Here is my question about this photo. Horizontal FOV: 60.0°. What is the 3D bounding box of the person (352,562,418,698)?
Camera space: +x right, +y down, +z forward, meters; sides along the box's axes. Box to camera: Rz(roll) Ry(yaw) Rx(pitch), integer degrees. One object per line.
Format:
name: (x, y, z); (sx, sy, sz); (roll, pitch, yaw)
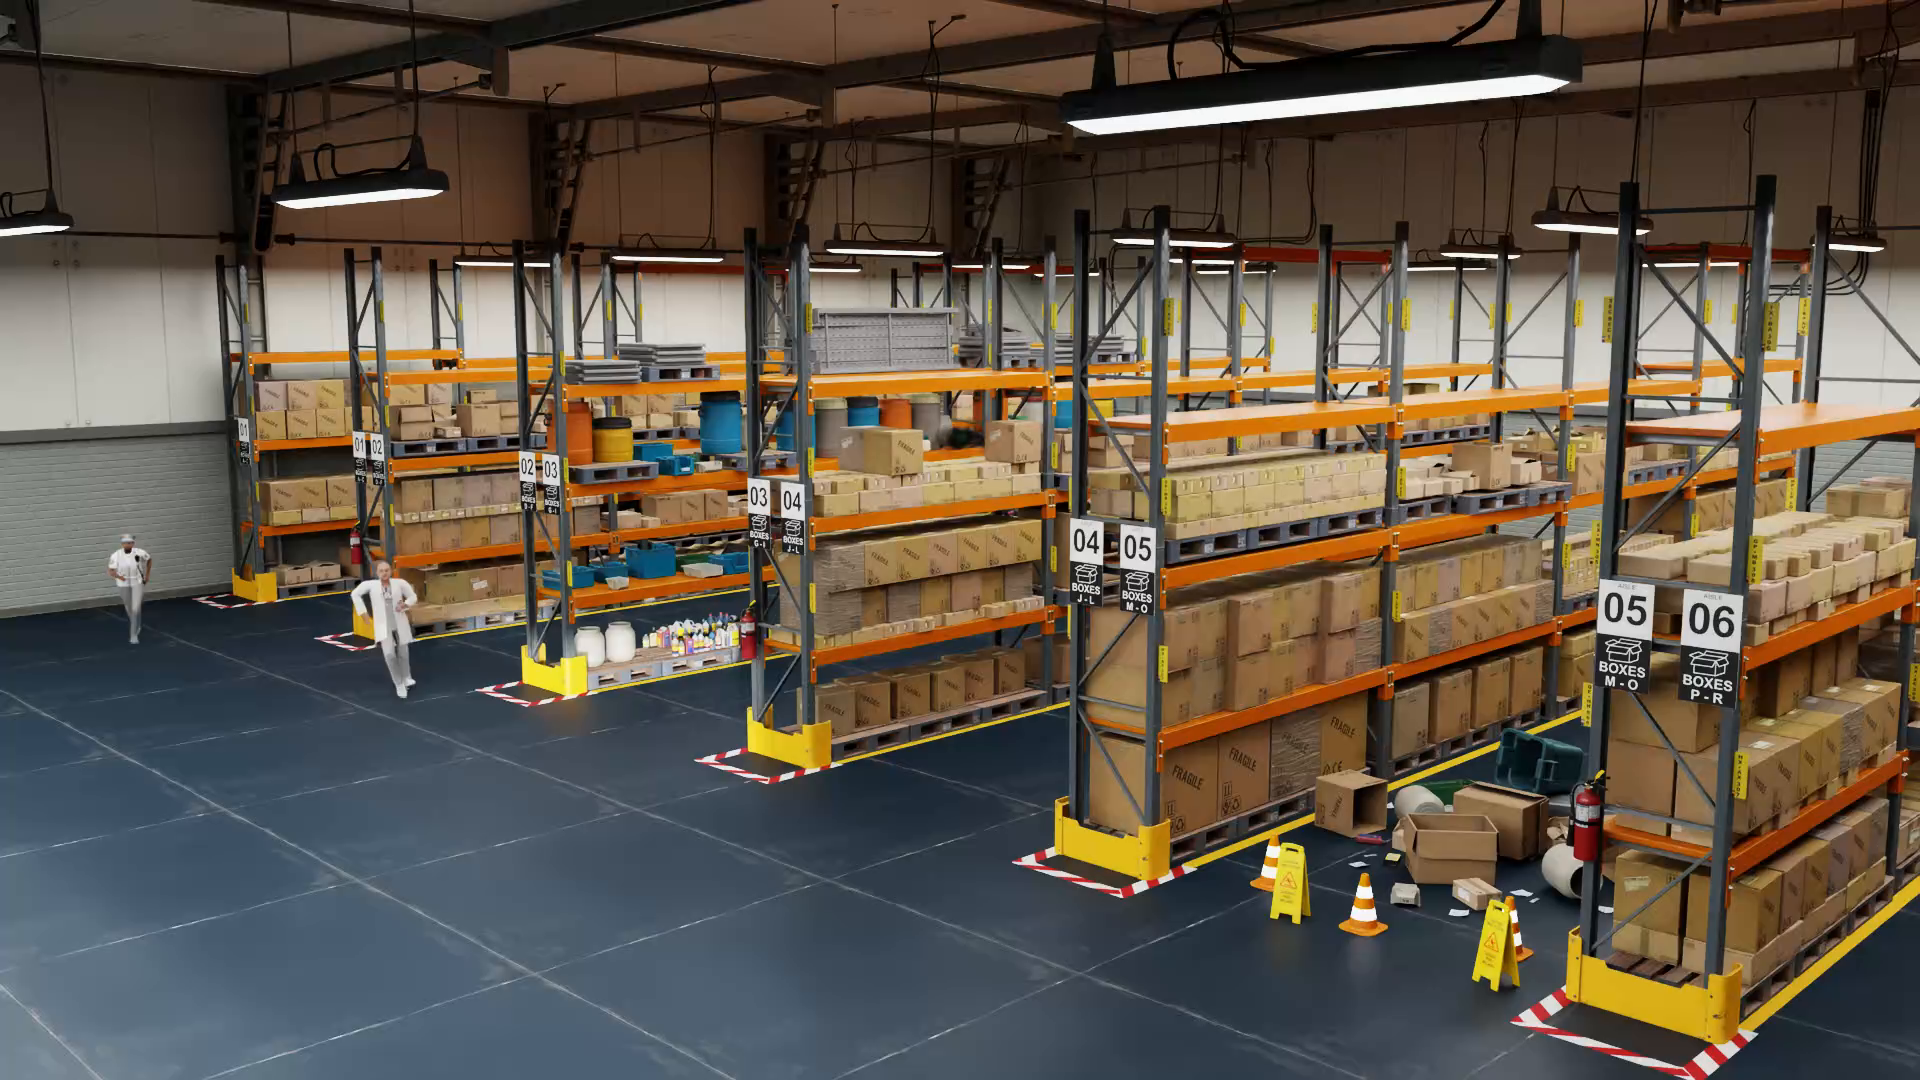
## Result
person: (-7.607, 1.183, 22.076); (0.814, 1.824, 0.755); (-4, 9, -25)

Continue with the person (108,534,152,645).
person: (-12.796, 0.719, 25.701); (0.595, 1.707, 0.930); (-3, 9, -20)
